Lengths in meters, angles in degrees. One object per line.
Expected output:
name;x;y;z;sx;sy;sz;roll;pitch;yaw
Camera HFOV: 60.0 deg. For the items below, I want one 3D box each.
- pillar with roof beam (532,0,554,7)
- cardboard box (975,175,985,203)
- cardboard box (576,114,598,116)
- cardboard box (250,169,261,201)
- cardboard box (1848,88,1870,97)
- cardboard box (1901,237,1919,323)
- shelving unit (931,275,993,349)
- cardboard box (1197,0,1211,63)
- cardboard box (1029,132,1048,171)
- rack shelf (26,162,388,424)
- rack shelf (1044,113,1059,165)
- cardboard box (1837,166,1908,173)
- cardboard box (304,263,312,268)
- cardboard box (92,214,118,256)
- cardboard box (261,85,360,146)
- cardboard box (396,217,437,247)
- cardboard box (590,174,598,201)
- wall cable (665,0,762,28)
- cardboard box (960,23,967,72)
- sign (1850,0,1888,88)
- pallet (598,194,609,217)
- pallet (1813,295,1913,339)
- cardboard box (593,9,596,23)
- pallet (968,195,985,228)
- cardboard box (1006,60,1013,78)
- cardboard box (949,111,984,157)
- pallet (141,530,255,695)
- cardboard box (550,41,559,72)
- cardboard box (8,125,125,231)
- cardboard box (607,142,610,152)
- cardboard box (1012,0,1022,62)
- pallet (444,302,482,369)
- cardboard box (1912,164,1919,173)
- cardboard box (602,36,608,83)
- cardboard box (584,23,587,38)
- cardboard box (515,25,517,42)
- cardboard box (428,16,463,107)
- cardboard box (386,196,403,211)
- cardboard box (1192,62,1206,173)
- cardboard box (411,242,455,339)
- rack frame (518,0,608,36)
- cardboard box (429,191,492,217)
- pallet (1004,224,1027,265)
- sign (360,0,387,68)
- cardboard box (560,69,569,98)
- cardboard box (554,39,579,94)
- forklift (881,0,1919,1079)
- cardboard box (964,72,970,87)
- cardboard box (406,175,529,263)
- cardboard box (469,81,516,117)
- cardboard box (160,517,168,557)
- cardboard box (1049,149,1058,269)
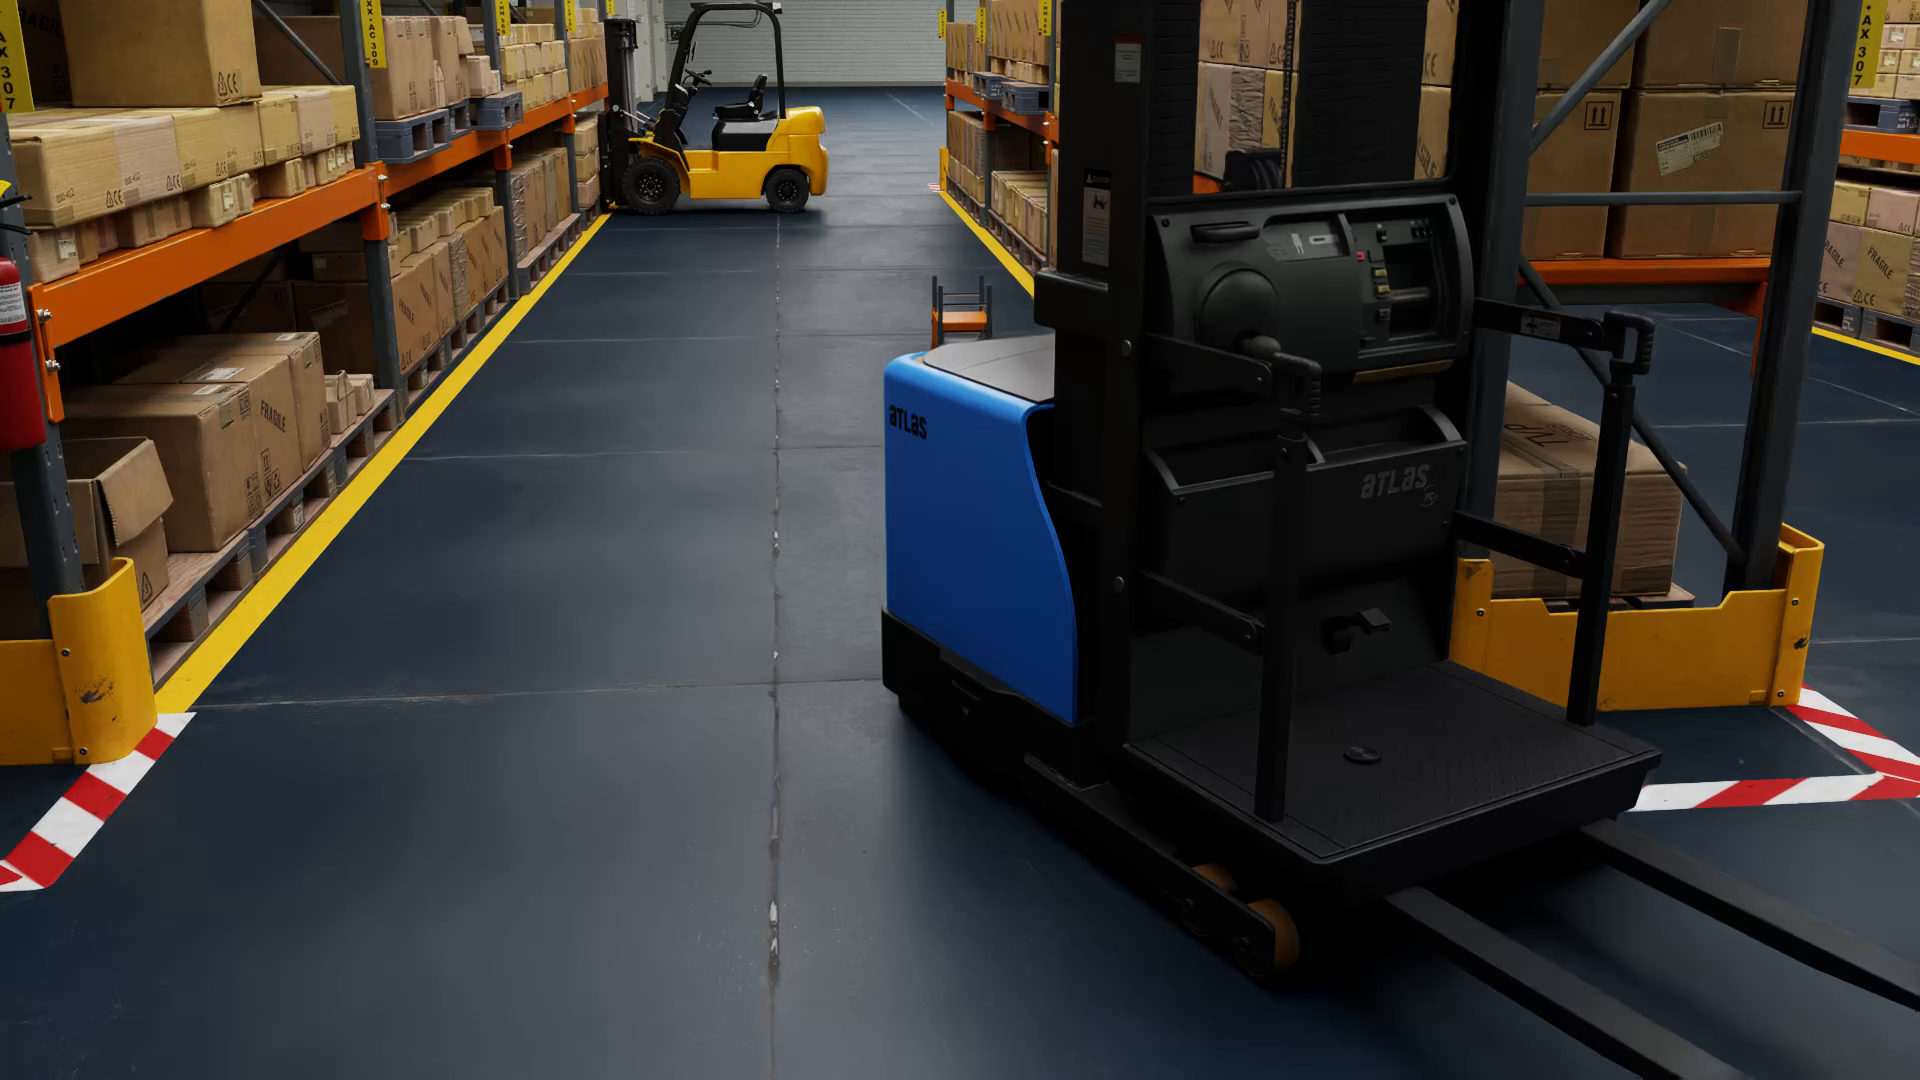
pillar with roof beam;-1.761;-10.128;23.915;9.100;9.000;0.400;-2;18;-6
cardboard box;0.421;-3.600;17.025;0.500;0.250;0.500;-1;17;-3
cardboard box;-4.184;-4.667;18.755;0.500;0.250;0.500;-1;17;-5
cardboard box;-3.009;-1.410;6.581;0.380;0.149;0.250;-2;17;-5
cardboard box;6.085;-3.003;10.954;0.380;0.149;0.250;-2;18;-7
cardboard box;6.161;-1.564;10.122;0.500;0.500;0.500;-2;18;-7
shelving unit;0.006;-0.485;6.469;0.215;1.050;0.252;-2;18;-6
cardboard box;1.383;-2.536;7.909;0.500;0.500;0.500;-2;18;-5
cardboard box;0.957;-3.974;16.965;0.500;0.500;0.500;-1;17;-3
rack shelf;-3.156;-1.067;6.268;1.077;0.370;4.000;-2;18;-6
rack shelf;1.368;-2.413;10.556;1.077;0.370;4.000;-2;18;-6
cardboard box;6.469;-2.555;12.027;0.500;0.250;0.500;-2;17;-5
cardboard box;-3.750;-1.299;9.278;0.500;0.500;0.500;-3;18;-8
cardboard box;-2.845;-0.952;5.121;0.380;0.149;0.250;-2;18;-6
cardboard box;-3.067;-1.932;7.576;0.500;0.250;0.500;-1;17;-4
cardboard box;-3.332;-1.825;9.872;0.380;0.149;0.250;-1;17;-4
cardboard box;-3.976;-3.583;16.971;0.500;0.250;0.500;-2;18;-7
wall cable;-7.507;-16.583;49.659;3.097;2.526;0.112;-2;18;-6
cardboard box;0.281;-5.318;17.945;0.500;0.500;0.500;-2;18;-7
sign;2.540;-1.435;4.661;0.100;0.325;0.005;-2;18;-6
pallet;-4.357;-3.661;17.987;1.003;0.211;1.213;-2;18;-6
pallet;6.277;-1.609;11.450;1.003;0.211;1.213;-2;18;-6
cardboard box;-4.154;-5.679;18.013;0.380;0.149;0.250;-1;17;-4
pallet;0.645;-3.412;17.193;1.003;0.211;1.213;-2;18;-6
cardboard box;0.599;-4.060;14.321;0.380;0.149;0.250;-1;17;-4
cardboard box;0.148;-4.726;19.359;0.500;0.500;0.500;-2;18;-7
pallet;-3.041;0.257;5.508;1.003;0.211;1.213;-2;18;-6
cardboard box;-3.822;-4.265;14.669;0.500;0.250;0.500;-2;18;-7
cardboard box;-2.729;-1.028;4.697;0.500;0.250;0.500;-2;18;-5
cardboard box;-4.124;-4.270;18.324;0.500;0.250;0.500;-2;18;-7
cardboard box;0.721;-4.173;13.596;0.500;0.500;0.500;-3;18;-9
pallet;-3.613;-1.281;10.404;1.003;0.211;1.213;-2;18;-6
cardboard box;10.605;-3.978;17.812;0.500;0.500;0.500;-2;18;-7
cardboard box;-4.288;-5.490;18.990;0.500;0.500;0.500;-2;18;-7
cardboard box;-4.098;-5.311;17.335;0.380;0.149;0.250;-2;18;-7
cardboard box;-3.691;-3.965;13.050;0.380;0.149;0.250;-2;17;-5
cardboard box;-3.324;-2.793;9.697;0.700;0.500;0.500;-2;18;-6
cardboard box;-3.925;-2.198;11.060;0.380;0.149;0.250;-2;17;-5
cardboard box;1.363;-2.060;8.064;0.500;0.500;0.500;-1;17;-4
cardboard box;-3.300;-1.472;9.829;0.500;0.500;0.500;-2;18;-7
rack frame;-4.600;-5.581;19.446;1.000;3.000;0.127;-2;18;-6
cardboard box;-3.413;-2.295;11.368;0.380;0.149;0.250;-3;18;-9
pallet;0.960;-2.617;14.660;1.003;0.211;1.213;-2;18;-6
sign;-2.823;-2.438;7.989;0.100;0.325;0.005;-2;18;-6
cardboard box;-3.875;-4.176;15.220;0.500;0.250;0.500;-1;17;-4
cardboard box;-3.973;-4.577;16.082;0.500;0.500;0.500;-2;18;-7
forklift;0.951;-0.601;3.700;1.130;2.935;3.031;-10;20;-29
cardboard box;0.246;-4.965;17.905;0.380;0.149;0.250;-2;18;-5
cardboard box;-3.826;-2.451;12.740;0.875;0.625;0.625;-1;17;-4
cardboard box;-3.578;-3.266;12.321;0.500;0.250;0.500;-2;18;-5
cardboard box;-2.924;0.033;5.623;0.380;0.149;0.250;-2;18;-8
cardboard box;1.151;-2.330;11.937;0.875;0.875;0.875;-2;18;-6
